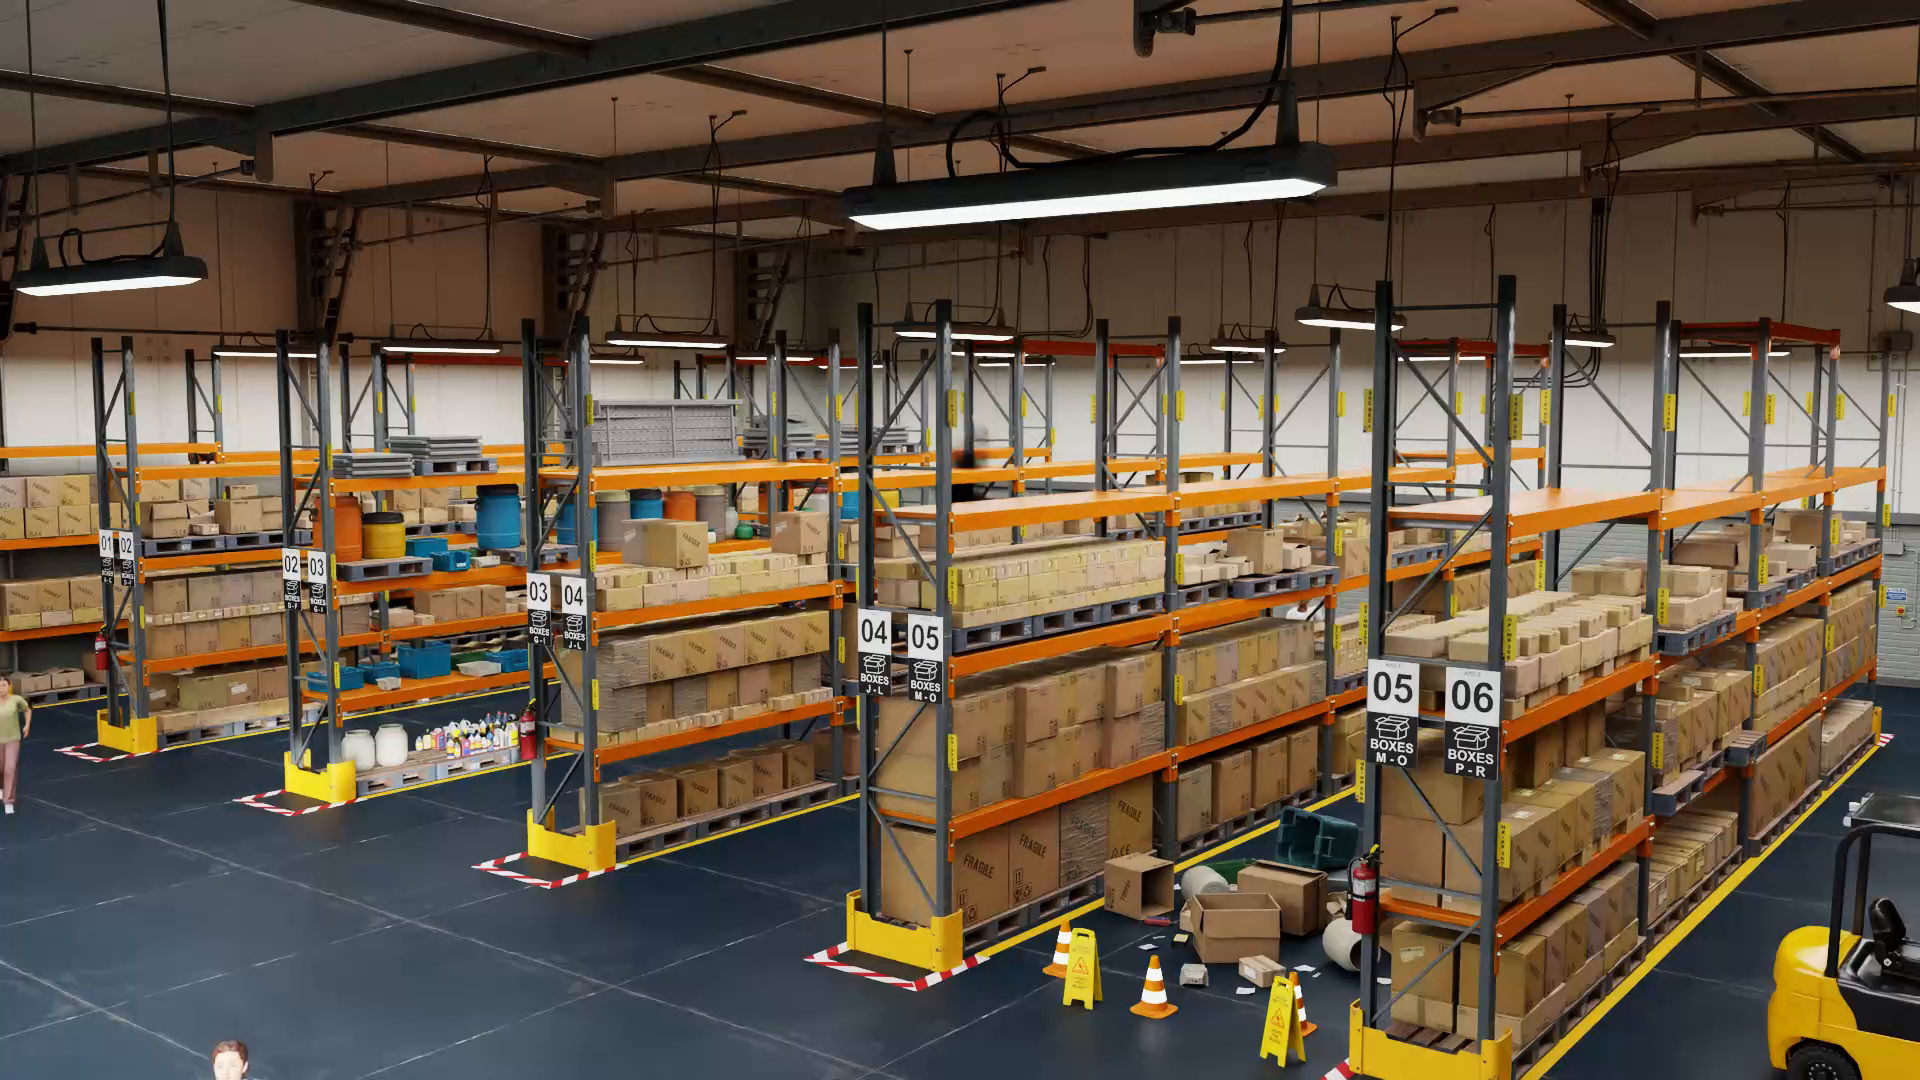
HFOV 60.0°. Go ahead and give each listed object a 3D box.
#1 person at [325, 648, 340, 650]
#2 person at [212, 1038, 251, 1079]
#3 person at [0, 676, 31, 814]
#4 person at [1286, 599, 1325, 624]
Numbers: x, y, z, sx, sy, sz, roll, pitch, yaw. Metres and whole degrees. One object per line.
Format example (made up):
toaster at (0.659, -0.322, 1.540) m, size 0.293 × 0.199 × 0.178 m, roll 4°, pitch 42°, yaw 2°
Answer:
person at (-10.942, 1.825, 28.922) m, size 0.614 × 1.647 × 0.560 m, roll 3°, pitch 6°, yaw 32°
person at (-3.988, 3.551, 9.126) m, size 0.573 × 1.637 × 0.569 m, roll -2°, pitch 5°, yaw -19°
person at (-11.952, 2.529, 20.821) m, size 0.601 × 1.679 × 0.816 m, roll -3°, pitch 6°, yaw -30°
person at (5.992, 1.779, 29.072) m, size 0.712 × 1.760 × 0.871 m, roll 3°, pitch 6°, yaw 32°
